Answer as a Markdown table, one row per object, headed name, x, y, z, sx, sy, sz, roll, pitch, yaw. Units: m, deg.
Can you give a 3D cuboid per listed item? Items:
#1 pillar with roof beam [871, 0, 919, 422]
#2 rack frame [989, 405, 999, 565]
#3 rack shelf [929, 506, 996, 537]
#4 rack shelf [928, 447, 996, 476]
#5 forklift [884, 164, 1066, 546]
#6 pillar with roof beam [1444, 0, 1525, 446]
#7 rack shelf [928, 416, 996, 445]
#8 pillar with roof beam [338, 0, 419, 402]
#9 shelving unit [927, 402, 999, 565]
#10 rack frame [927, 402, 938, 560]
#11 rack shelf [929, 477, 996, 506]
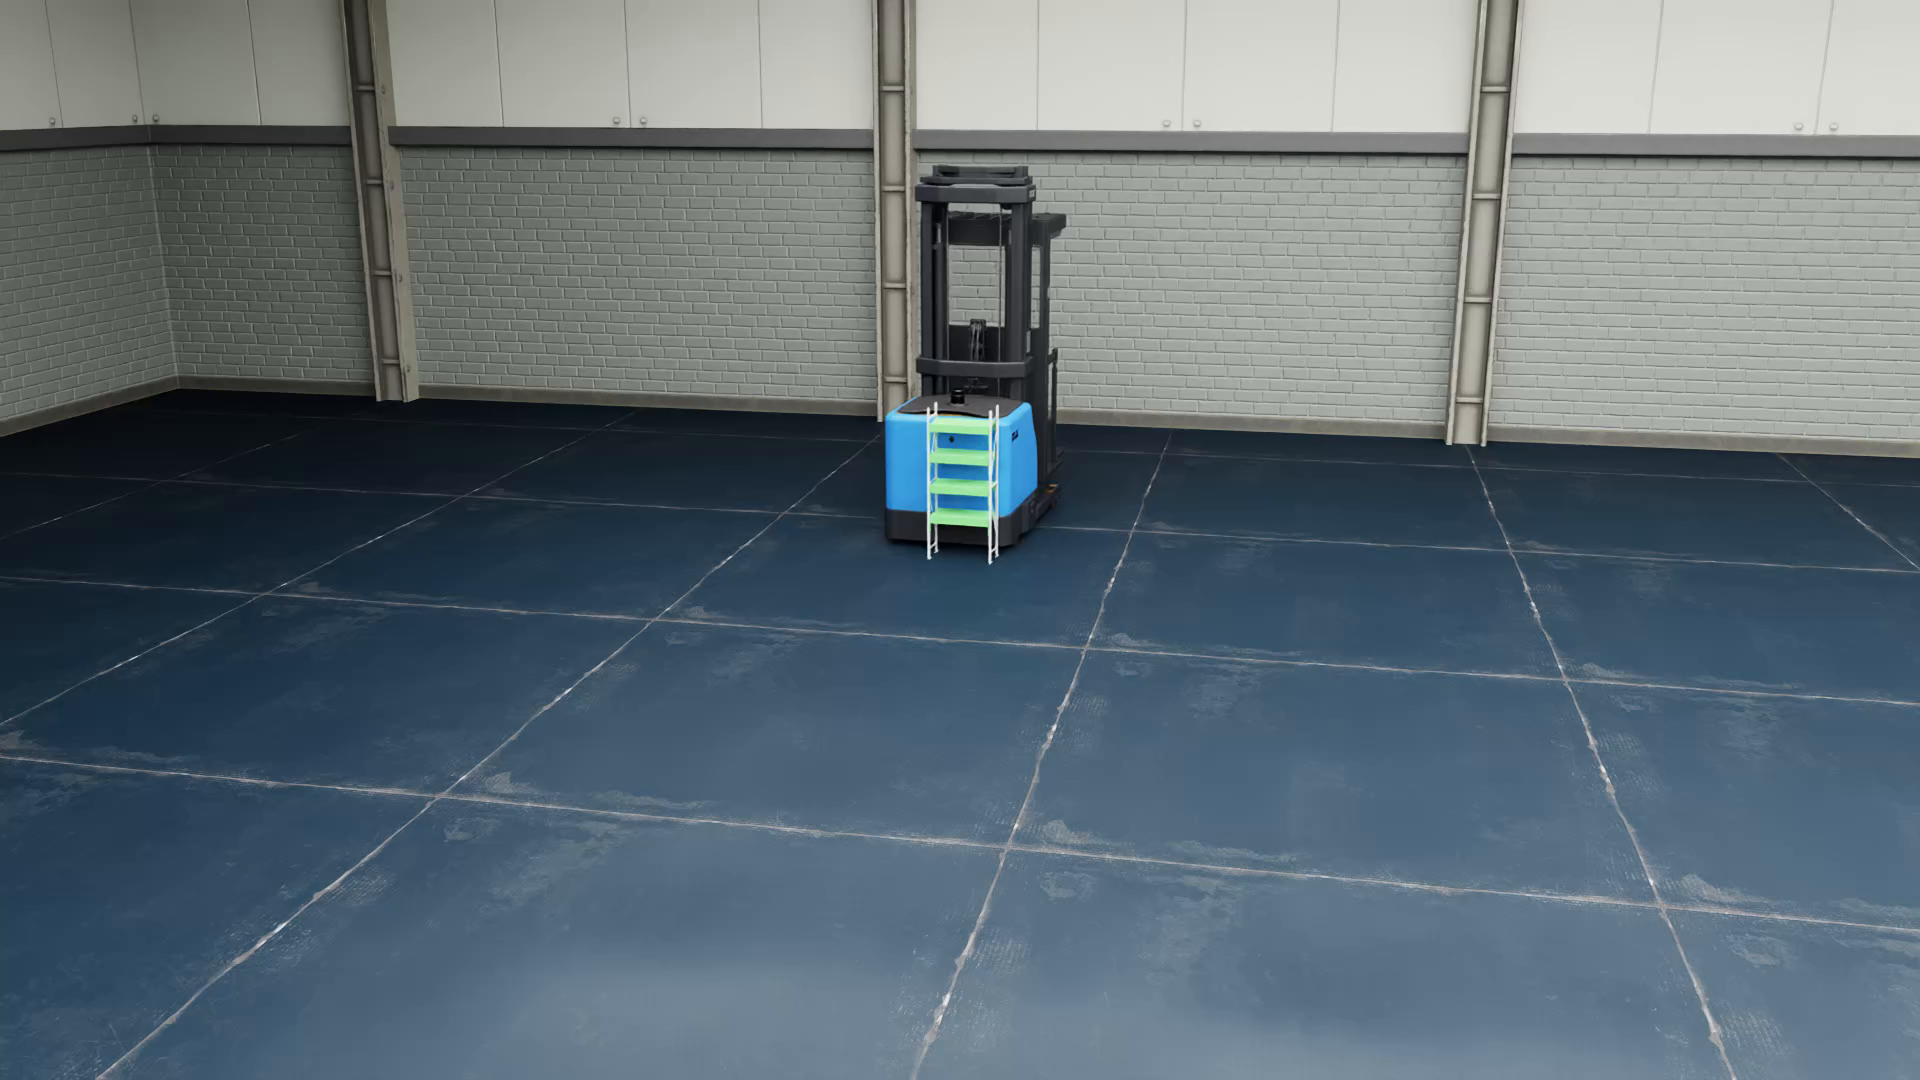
| name | x | y | z | sx | sy | sz | roll | pitch | yaw |
| --- | --- | --- | --- | --- | --- | --- | --- | --- | --- |
| pillar with roof beam | -1.539 | -4.536 | 13.010 | 0.400 | 9.000 | 9.100 | 3 | 16 | 11 |
| rack frame | 0.258 | -0.421 | 12.764 | 0.015 | 1.200 | 0.240 | 4 | 16 | 14 |
| rack shelf | 0.022 | -0.145 | 12.905 | 0.480 | 0.148 | 0.258 | 4 | 16 | 14 |
| rack shelf | 0.022 | -0.607 | 12.776 | 0.480 | 0.148 | 0.258 | 4 | 16 | 14 |
| forklift | 0.273 | -1.712 | 14.183 | 1.130 | 2.935 | 3.031 | 4 | 16 | 15 |
| pillar with roof beam | 4.341 | -4.217 | 11.858 | 0.400 | 9.000 | 9.100 | 3 | 16 | 11 |
| rack shelf | 0.022 | -0.838 | 12.712 | 0.480 | 0.148 | 0.258 | 4 | 16 | 14 |
| pillar with roof beam | -7.418 | -4.855 | 14.163 | 0.400 | 9.000 | 9.100 | 3 | 16 | 11 |
| shelving unit | 0.022 | -0.437 | 12.823 | 0.503 | 1.200 | 0.258 | 4 | 16 | 14 |
| rack frame | -0.214 | -0.454 | 12.883 | 0.015 | 1.200 | 0.240 | 4 | 16 | 14 |
| rack shelf | 0.022 | -0.376 | 12.840 | 0.480 | 0.148 | 0.258 | 4 | 16 | 14 |
